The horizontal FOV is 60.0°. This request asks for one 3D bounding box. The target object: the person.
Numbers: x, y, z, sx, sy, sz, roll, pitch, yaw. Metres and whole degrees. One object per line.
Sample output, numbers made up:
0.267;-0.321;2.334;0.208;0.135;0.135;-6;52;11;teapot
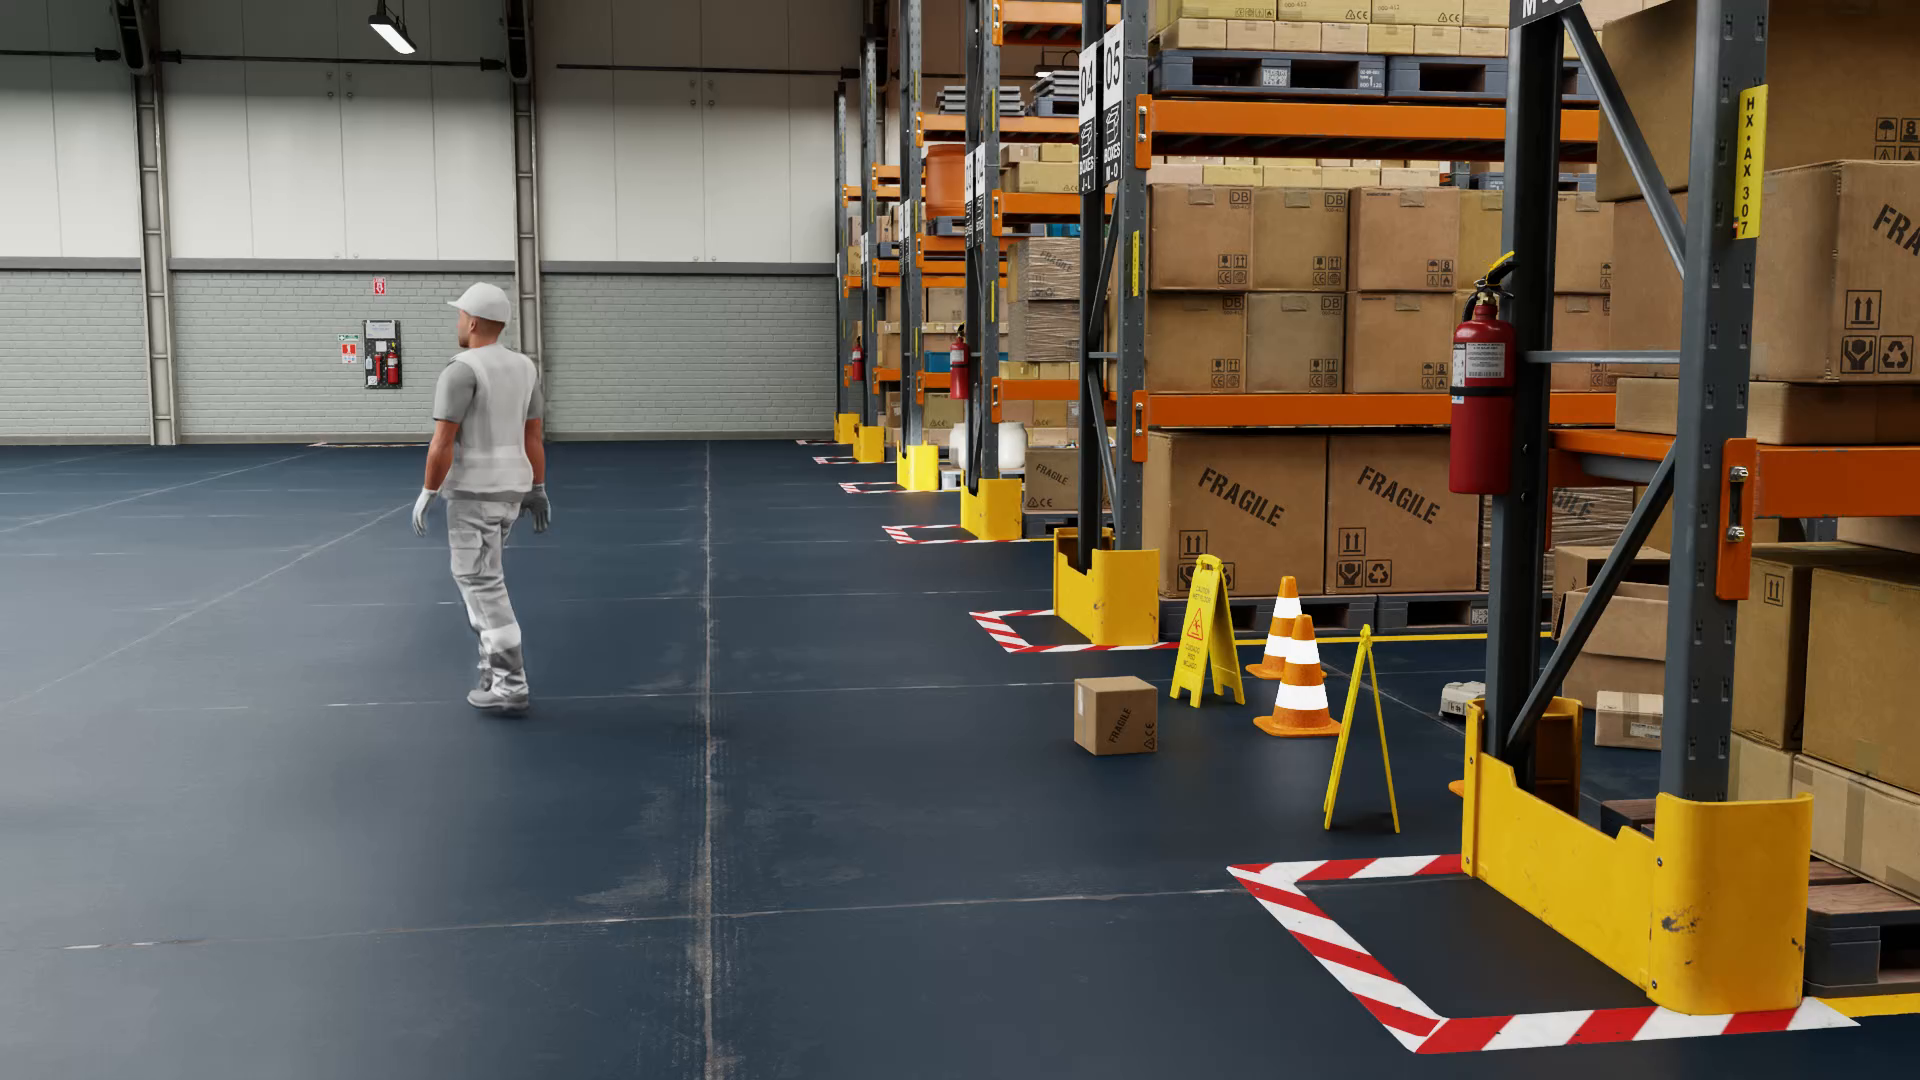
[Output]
-2.026;-0.160;7.001;0.504;1.827;0.586;3;7;24;person
